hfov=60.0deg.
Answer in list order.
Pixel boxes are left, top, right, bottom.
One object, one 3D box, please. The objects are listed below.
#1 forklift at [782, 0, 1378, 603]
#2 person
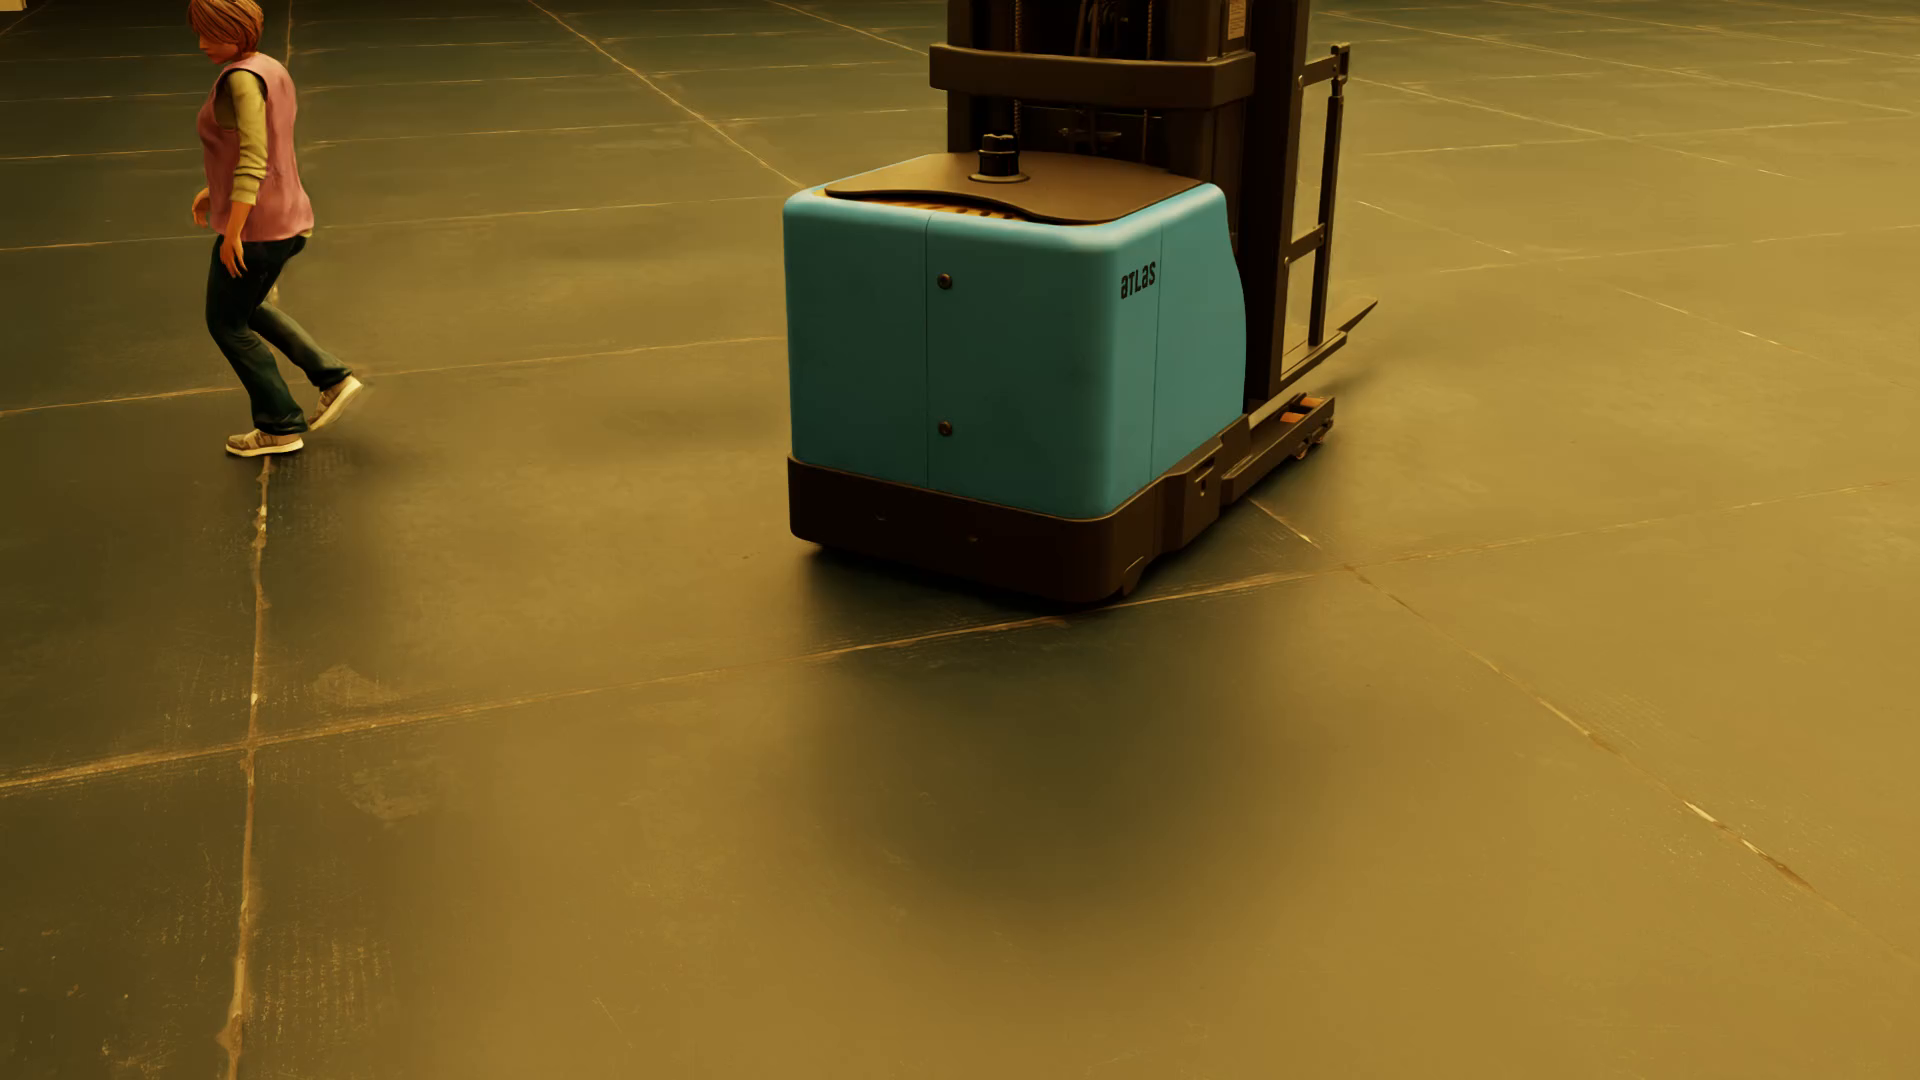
[{"bbox_3d":[0.673,-1.708,5.359,1.130,2.935,3.031,13,26,28],"label":"forklift"},{"bbox_3d":[-2.360,-1.016,5.505,0.481,1.553,0.623,2,23,4],"label":"person"}]
